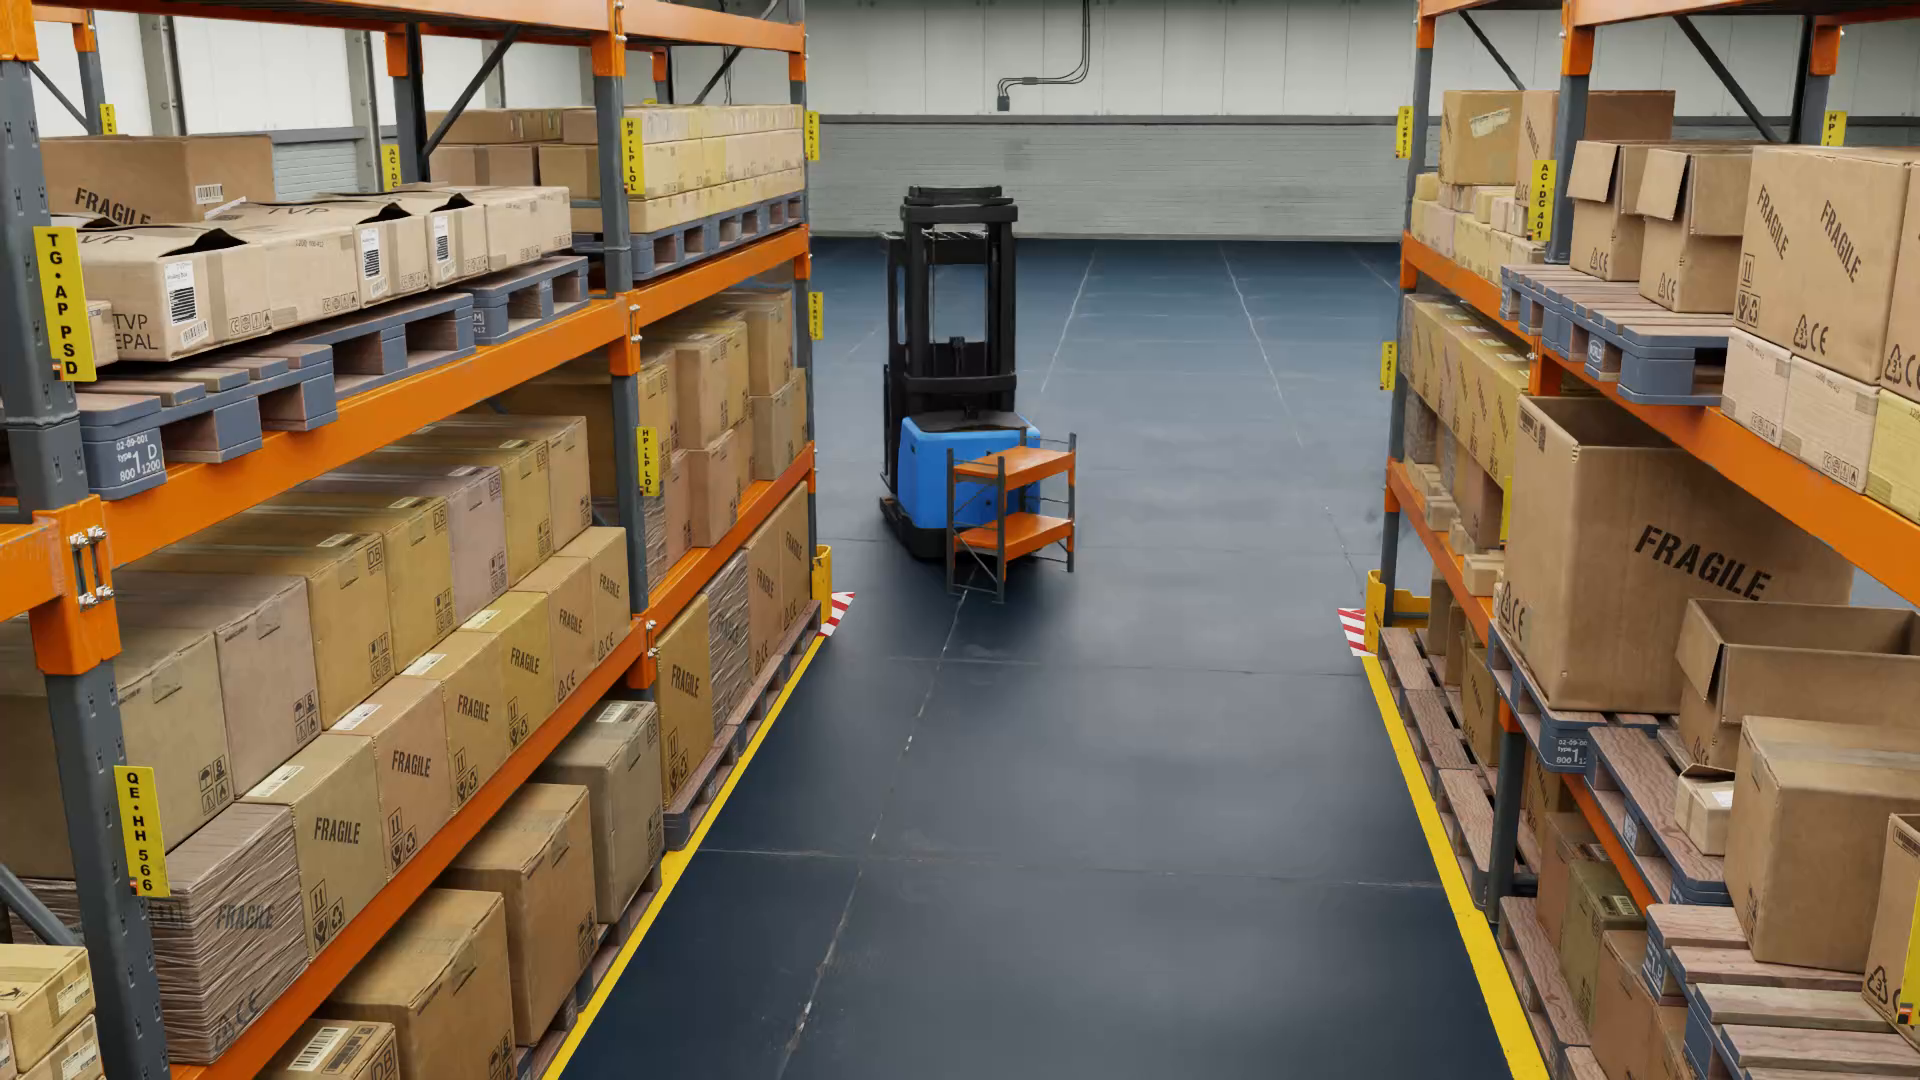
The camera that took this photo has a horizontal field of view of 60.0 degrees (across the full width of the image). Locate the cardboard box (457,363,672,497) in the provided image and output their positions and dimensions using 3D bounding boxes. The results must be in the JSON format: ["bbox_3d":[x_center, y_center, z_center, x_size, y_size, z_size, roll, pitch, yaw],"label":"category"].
[{"bbox_3d":[-1.909,-0.542,8.065,0.875,0.550,0.550,2,15,6],"label":"cardboard box"}]

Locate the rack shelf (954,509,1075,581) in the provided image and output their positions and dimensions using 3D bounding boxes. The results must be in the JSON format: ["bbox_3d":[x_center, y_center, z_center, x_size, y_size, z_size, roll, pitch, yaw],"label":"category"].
[{"bbox_3d":[0.401,0.027,12.845,0.538,0.278,1.000,10,18,33],"label":"rack shelf"}]

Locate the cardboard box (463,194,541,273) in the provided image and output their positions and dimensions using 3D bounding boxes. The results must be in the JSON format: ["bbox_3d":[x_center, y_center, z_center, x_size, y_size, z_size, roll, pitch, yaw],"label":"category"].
[{"bbox_3d":[-1.905,-1.154,6.227,0.500,0.250,0.500,2,15,6],"label":"cardboard box"}]

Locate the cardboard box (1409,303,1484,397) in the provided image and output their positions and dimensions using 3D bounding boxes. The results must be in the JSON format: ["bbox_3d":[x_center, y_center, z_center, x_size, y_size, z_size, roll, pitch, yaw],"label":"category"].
[{"bbox_3d":[2.987,-1.130,9.916,0.500,0.500,0.500,2,15,6],"label":"cardboard box"}]

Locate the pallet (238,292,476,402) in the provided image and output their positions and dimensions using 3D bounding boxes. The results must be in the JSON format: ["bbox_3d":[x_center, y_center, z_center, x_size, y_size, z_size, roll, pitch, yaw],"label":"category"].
[{"bbox_3d":[-2.293,-0.632,5.368,1.003,0.211,1.213,2,15,9],"label":"pallet"}]

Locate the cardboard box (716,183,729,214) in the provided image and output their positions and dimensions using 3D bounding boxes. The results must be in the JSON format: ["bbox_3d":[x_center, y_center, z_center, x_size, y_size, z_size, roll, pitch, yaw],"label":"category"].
[{"bbox_3d":[-1.464,-1.846,8.983,0.380,0.149,0.250,2,15,6],"label":"cardboard box"}]

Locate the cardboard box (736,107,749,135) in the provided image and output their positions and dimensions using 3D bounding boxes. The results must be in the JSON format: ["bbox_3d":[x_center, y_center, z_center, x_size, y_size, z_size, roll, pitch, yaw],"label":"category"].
[{"bbox_3d":[-1.406,-2.361,9.359,0.380,0.149,0.250,2,15,7],"label":"cardboard box"}]

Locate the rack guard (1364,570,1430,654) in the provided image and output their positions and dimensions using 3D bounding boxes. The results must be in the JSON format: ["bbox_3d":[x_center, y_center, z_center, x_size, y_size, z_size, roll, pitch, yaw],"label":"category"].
[{"bbox_3d":[3.375,0.507,11.328,1.175,0.500,0.348,2,15,6],"label":"rack guard"}]

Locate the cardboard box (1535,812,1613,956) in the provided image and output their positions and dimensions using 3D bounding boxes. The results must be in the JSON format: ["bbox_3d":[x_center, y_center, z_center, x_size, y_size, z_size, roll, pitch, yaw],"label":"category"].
[{"bbox_3d":[2.842,1.471,6.921,0.700,0.500,0.500,1,15,2],"label":"cardboard box"}]

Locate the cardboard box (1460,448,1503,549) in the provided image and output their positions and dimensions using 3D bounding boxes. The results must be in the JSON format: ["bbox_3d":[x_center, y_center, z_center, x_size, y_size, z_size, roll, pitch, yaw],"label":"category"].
[{"bbox_3d":[3.092,-0.250,8.578,0.875,0.500,0.500,2,15,6],"label":"cardboard box"}]

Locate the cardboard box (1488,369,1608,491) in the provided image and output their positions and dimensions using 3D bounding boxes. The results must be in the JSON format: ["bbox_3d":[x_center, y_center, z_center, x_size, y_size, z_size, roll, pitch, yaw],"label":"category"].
[{"bbox_3d":[2.710,-0.481,7.518,0.500,0.500,0.500,2,15,6],"label":"cardboard box"}]

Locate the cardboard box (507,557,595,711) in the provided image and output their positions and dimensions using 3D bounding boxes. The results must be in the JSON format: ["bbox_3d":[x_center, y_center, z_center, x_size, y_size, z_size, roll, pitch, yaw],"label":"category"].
[{"bbox_3d":[-1.835,0.372,6.848,0.500,0.500,0.500,2,15,6],"label":"cardboard box"}]

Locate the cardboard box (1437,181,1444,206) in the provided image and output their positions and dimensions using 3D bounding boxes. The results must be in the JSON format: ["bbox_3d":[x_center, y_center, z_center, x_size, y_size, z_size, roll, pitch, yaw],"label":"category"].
[{"bbox_3d":[2.990,-2.021,9.665,0.380,0.149,0.250,2,15,9],"label":"cardboard box"}]

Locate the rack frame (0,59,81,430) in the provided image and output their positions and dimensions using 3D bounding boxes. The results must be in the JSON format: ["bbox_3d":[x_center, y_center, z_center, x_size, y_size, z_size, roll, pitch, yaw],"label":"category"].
[{"bbox_3d":[-2.436,-1.713,3.256,1.000,3.000,0.127,2,15,6],"label":"rack frame"}]

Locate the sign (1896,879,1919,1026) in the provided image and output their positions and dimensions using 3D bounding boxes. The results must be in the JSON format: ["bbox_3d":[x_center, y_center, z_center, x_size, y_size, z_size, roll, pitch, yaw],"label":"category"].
[{"bbox_3d":[1.941,0.821,3.311,0.100,0.325,0.005,2,15,6],"label":"sign"}]

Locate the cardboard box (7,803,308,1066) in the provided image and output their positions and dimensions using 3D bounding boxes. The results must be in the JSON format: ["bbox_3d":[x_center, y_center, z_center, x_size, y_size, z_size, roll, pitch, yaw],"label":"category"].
[{"bbox_3d":[-2.117,1.027,4.427,0.500,0.500,0.500,2,15,7],"label":"cardboard box"}]

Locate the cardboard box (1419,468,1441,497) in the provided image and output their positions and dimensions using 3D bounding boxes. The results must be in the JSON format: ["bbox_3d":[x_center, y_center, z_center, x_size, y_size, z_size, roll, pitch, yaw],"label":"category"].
[{"bbox_3d":[3.017,-0.337,10.143,0.380,0.149,0.250,2,15,6],"label":"cardboard box"}]

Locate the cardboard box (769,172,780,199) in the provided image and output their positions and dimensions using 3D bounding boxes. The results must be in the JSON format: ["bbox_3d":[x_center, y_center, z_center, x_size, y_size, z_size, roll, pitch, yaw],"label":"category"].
[{"bbox_3d":[-1.321,-2.175,10.199,0.380,0.149,0.250,2,15,7],"label":"cardboard box"}]

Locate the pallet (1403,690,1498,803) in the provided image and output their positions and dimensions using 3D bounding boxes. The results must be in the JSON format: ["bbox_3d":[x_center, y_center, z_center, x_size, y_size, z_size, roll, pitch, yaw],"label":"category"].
[{"bbox_3d":[3.108,1.172,9.424,1.003,0.211,1.213,2,15,6],"label":"pallet"}]

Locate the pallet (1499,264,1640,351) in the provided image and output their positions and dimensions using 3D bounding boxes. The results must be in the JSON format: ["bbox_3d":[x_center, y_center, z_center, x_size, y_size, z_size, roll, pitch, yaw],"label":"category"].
[{"bbox_3d":[2.757,-0.882,6.291,1.213,0.211,1.003,2,15,6],"label":"pallet"}]

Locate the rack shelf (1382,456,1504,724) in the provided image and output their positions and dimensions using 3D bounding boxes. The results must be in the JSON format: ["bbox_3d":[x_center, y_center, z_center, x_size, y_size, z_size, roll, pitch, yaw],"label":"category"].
[{"bbox_3d":[3.158,0.147,9.251,1.077,0.370,4.000,2,15,6],"label":"rack shelf"}]

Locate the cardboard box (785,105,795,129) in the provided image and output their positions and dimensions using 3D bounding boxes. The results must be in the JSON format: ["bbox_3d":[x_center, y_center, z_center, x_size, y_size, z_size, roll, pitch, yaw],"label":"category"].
[{"bbox_3d":[-1.264,-2.692,10.582,0.380,0.149,0.250,2,15,7],"label":"cardboard box"}]

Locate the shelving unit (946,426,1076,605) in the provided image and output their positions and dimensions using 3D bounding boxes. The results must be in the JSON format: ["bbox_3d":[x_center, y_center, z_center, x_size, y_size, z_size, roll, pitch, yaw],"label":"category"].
[{"bbox_3d":[0.401,-0.209,12.782,0.538,1.125,1.048,10,18,33],"label":"shelving unit"}]

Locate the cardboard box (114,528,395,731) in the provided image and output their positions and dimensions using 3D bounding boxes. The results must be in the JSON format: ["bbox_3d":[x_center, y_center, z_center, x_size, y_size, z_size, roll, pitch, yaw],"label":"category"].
[{"bbox_3d":[-2.264,0.272,5.302,0.700,0.500,0.500,1,15,5],"label":"cardboard box"}]

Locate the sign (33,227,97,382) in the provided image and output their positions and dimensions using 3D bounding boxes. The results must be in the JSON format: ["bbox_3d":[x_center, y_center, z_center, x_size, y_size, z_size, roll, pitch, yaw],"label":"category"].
[{"bbox_3d":[-1.897,-0.498,3.519,0.100,0.325,0.005,2,15,6],"label":"sign"}]

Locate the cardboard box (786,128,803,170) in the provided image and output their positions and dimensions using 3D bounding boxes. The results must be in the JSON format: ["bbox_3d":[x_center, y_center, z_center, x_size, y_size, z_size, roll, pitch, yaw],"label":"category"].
[{"bbox_3d":[-1.311,-2.526,10.734,0.500,0.250,0.500,2,15,7],"label":"cardboard box"}]

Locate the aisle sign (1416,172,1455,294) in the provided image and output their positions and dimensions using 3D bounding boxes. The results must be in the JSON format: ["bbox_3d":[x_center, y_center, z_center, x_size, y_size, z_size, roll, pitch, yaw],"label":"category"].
[{"bbox_3d":[3.093,-1.999,10.828,0.394,0.787,0.004,2,15,6],"label":"aisle sign"}]

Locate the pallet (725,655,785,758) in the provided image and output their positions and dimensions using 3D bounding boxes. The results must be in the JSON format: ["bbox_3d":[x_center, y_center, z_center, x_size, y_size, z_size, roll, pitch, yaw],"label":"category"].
[{"bbox_3d":[-1.686,0.980,10.134,1.003,0.211,1.213,2,15,6],"label":"pallet"}]

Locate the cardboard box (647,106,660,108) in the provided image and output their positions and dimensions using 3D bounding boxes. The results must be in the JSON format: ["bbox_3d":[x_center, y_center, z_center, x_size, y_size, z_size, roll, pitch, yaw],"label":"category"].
[{"bbox_3d":[-2.003,-2.513,9.921,0.380,0.149,0.250,1,15,5],"label":"cardboard box"}]

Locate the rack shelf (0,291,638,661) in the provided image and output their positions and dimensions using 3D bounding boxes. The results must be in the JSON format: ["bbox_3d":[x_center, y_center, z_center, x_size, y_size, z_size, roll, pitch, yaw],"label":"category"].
[{"bbox_3d":[-2.210,-0.436,5.660,1.077,0.370,4.000,2,15,6],"label":"rack shelf"}]

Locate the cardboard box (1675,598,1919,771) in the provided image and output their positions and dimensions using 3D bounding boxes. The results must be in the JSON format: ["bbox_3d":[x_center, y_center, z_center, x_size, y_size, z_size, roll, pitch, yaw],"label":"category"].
[{"bbox_3d":[2.829,0.518,5.497,0.797,0.503,0.637,3,15,12],"label":"cardboard box"}]

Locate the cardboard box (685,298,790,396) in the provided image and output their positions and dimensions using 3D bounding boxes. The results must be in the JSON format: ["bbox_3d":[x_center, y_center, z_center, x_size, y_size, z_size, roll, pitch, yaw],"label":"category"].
[{"bbox_3d":[-1.584,-1.245,10.662,0.875,0.550,0.550,2,15,6],"label":"cardboard box"}]

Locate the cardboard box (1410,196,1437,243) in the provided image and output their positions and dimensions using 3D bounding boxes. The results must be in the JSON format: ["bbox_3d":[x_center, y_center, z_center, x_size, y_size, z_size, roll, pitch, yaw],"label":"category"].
[{"bbox_3d":[3.073,-1.977,10.269,0.500,0.250,0.500,2,15,8],"label":"cardboard box"}]

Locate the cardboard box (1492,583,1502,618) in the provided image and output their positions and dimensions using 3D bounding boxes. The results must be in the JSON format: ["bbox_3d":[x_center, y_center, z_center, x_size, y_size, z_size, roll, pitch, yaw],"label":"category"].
[{"bbox_3d":[2.702,0.311,7.748,0.380,0.149,0.250,2,15,6],"label":"cardboard box"}]

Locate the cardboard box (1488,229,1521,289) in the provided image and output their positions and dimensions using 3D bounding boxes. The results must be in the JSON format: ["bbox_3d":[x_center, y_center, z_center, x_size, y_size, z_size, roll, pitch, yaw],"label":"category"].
[{"bbox_3d":[2.794,-1.318,7.832,0.500,0.250,0.500,2,15,8],"label":"cardboard box"}]

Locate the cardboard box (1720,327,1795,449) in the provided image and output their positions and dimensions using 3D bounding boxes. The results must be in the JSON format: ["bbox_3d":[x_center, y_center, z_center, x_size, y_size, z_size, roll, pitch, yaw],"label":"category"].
[{"bbox_3d":[2.393,-0.410,4.471,0.500,0.250,0.500,2,15,8],"label":"cardboard box"}]

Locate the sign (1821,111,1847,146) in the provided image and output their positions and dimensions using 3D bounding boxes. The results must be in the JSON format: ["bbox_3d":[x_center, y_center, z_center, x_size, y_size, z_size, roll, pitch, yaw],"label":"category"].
[{"bbox_3d":[3.484,-1.554,6.671,0.100,0.325,0.005,2,15,6],"label":"sign"}]

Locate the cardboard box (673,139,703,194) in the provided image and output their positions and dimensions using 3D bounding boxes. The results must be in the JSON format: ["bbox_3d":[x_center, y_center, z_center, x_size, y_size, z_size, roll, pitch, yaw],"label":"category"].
[{"bbox_3d":[-1.596,-1.874,8.320,0.500,0.250,0.500,2,15,6],"label":"cardboard box"}]

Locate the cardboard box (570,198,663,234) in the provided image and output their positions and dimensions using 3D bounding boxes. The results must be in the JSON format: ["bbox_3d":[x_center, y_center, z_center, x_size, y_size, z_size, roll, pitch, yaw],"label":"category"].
[{"bbox_3d":[-1.606,-1.516,7.761,0.380,0.149,0.250,1,15,5],"label":"cardboard box"}]

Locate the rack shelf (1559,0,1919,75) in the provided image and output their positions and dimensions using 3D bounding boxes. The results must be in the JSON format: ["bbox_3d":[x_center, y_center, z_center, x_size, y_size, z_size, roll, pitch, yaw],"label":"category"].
[{"bbox_3d":[2.707,-1.519,4.683,1.077,0.370,4.000,2,15,6],"label":"rack shelf"}]

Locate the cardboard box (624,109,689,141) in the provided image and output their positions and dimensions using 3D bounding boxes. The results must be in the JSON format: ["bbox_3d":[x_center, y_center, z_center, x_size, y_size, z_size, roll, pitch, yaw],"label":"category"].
[{"bbox_3d":[-1.549,-2.033,8.145,0.380,0.149,0.250,2,15,6],"label":"cardboard box"}]

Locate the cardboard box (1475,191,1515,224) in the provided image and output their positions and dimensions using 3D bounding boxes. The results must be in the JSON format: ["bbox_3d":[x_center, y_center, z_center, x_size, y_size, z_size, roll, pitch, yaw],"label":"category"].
[{"bbox_3d":[2.825,-1.685,8.422,0.380,0.149,0.250,2,15,9],"label":"cardboard box"}]

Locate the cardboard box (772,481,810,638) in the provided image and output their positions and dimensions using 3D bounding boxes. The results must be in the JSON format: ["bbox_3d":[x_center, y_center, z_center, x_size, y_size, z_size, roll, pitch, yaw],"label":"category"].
[{"bbox_3d":[-1.544,0.109,11.277,0.875,0.875,0.875,2,15,7],"label":"cardboard box"}]

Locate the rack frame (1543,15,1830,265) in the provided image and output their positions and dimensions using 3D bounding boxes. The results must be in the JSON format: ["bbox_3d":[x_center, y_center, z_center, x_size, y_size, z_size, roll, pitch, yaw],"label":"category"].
[{"bbox_3d":[2.932,-2.578,6.455,1.000,3.000,0.127,2,15,6],"label":"rack frame"}]

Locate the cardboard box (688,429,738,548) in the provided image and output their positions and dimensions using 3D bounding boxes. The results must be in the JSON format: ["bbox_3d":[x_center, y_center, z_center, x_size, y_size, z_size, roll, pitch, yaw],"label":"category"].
[{"bbox_3d":[-1.737,-0.302,9.246,0.875,0.550,0.550,2,15,6],"label":"cardboard box"}]

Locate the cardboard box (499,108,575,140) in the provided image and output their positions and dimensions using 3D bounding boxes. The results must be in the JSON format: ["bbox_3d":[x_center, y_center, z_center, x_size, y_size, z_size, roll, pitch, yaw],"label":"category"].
[{"bbox_3d":[-2.174,-2.116,8.453,0.380,0.149,0.250,2,15,7],"label":"cardboard box"}]

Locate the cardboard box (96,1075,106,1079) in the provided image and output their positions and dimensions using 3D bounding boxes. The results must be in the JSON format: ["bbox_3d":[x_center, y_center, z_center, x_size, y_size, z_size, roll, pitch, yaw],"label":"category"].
[{"bbox_3d":[-2.035,1.243,3.494,0.380,0.149,0.250,2,15,7],"label":"cardboard box"}]

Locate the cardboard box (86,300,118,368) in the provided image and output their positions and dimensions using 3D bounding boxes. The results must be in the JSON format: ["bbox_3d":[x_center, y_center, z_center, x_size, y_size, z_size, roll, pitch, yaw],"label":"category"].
[{"bbox_3d":[-2.239,-0.476,3.915,0.380,0.149,0.250,1,15,4],"label":"cardboard box"}]

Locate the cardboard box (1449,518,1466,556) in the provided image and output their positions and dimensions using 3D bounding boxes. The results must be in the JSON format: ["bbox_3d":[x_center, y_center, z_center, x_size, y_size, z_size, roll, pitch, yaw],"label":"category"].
[{"bbox_3d":[2.848,-0.013,8.947,0.380,0.149,0.250,2,15,6],"label":"cardboard box"}]

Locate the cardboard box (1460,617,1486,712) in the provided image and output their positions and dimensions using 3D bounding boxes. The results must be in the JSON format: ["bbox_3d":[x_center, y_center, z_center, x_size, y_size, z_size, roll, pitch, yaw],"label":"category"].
[{"bbox_3d":[3.174,0.764,9.574,0.500,0.500,0.500,3,15,11],"label":"cardboard box"}]

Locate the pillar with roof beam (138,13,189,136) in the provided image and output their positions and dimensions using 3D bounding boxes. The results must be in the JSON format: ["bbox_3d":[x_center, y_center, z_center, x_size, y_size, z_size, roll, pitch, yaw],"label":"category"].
[{"bbox_3d":[-6.738,-6.884,22.380,9.100,9.000,0.400,2,15,6],"label":"pillar with roof beam"}]

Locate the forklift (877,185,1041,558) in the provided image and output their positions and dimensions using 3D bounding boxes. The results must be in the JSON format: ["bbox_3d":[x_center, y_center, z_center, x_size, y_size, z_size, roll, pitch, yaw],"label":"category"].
[{"bbox_3d":[-0.115,-1.613,14.511,1.130,2.935,3.031,-3,15,-10],"label":"forklift"}]
